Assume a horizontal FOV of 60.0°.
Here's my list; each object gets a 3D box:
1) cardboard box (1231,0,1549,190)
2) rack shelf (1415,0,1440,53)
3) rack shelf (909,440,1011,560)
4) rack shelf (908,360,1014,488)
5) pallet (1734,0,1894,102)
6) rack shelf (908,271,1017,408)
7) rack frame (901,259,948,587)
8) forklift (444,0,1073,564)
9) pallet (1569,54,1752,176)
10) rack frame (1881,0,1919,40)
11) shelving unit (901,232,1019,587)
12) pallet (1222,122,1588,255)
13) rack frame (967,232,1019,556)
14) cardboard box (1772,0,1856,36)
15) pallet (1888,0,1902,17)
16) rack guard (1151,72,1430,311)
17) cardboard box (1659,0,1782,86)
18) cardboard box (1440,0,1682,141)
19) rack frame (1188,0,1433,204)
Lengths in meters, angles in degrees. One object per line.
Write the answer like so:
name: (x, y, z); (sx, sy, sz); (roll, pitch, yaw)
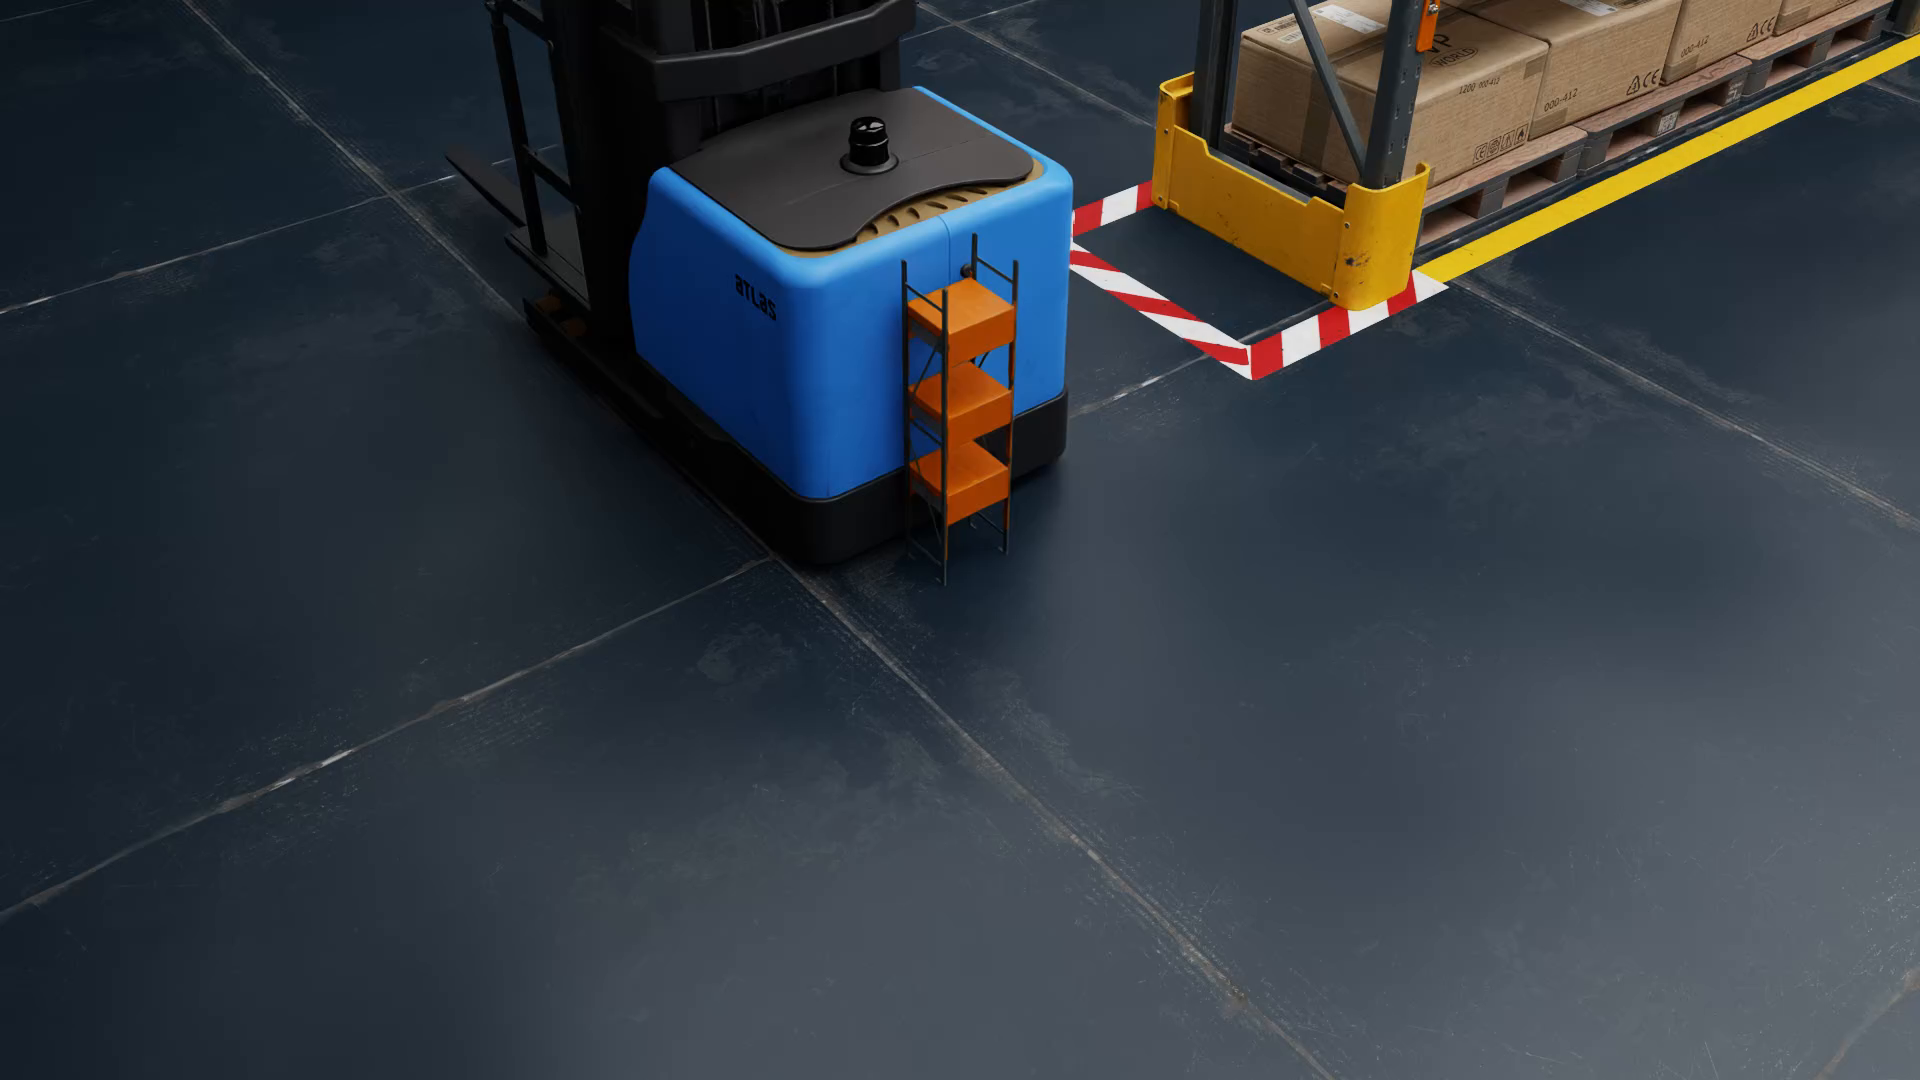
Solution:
cardboard box: (1.751, -1.857, 6.838); (0.875, 0.438, 0.875); (-28, 47, -29)
rack shelf: (2.874, -2.875, 6.957); (4.000, 0.370, 1.077); (-26, 46, -28)
rack shelf: (-0.008, -0.137, 5.040); (0.240, 0.259, 0.215); (-26, 47, -28)
rack shelf: (-0.005, -0.349, 4.861); (0.240, 0.259, 0.215); (-26, 47, -28)
pallet: (3.809, -2.593, 8.245); (1.213, 0.211, 1.003); (-26, 46, -28)
rack shelf: (-0.002, -0.566, 4.678); (0.240, 0.259, 0.215); (-26, 47, -28)
rack frame: (-0.101, -0.309, 4.796); (0.008, 1.050, 0.200); (-26, 47, -28)
forklift: (-0.944, -1.940, 5.304); (1.130, 2.935, 3.031); (-26, 46, -28)
pallet: (2.841, -2.119, 7.667); (1.213, 0.211, 1.003); (-26, 46, -28)
rack frame: (4.460, -3.926, 7.671); (0.127, 3.000, 1.000); (-26, 46, -28)
shelving unit: (-0.005, -0.357, 4.854); (0.252, 1.050, 0.215); (-26, 47, -28)
pallet: (1.874, -1.650, 7.096); (1.213, 0.211, 1.003); (-26, 46, -28)
rack frame: (0.091, -0.404, 4.912); (0.008, 1.050, 0.200); (-26, 47, -28)
cardboard box: (3.897, -2.909, 8.120); (0.875, 0.438, 0.875); (-27, 46, -29)
pallet: (5.026, -3.184, 8.965); (1.213, 0.211, 1.003); (-26, 46, -28)
rack guard: (1.269, -1.405, 6.568); (0.348, 0.500, 1.175); (-26, 46, -28)
cardboard box: (3.187, -2.563, 7.698); (0.875, 0.438, 0.875); (-27, 47, -29)
cardboard box: (2.471, -2.215, 7.274); (0.875, 0.438, 0.875); (-25, 45, -27)
rack frame: (1.288, -2.380, 5.786); (0.127, 3.000, 1.000); (-26, 46, -28)
